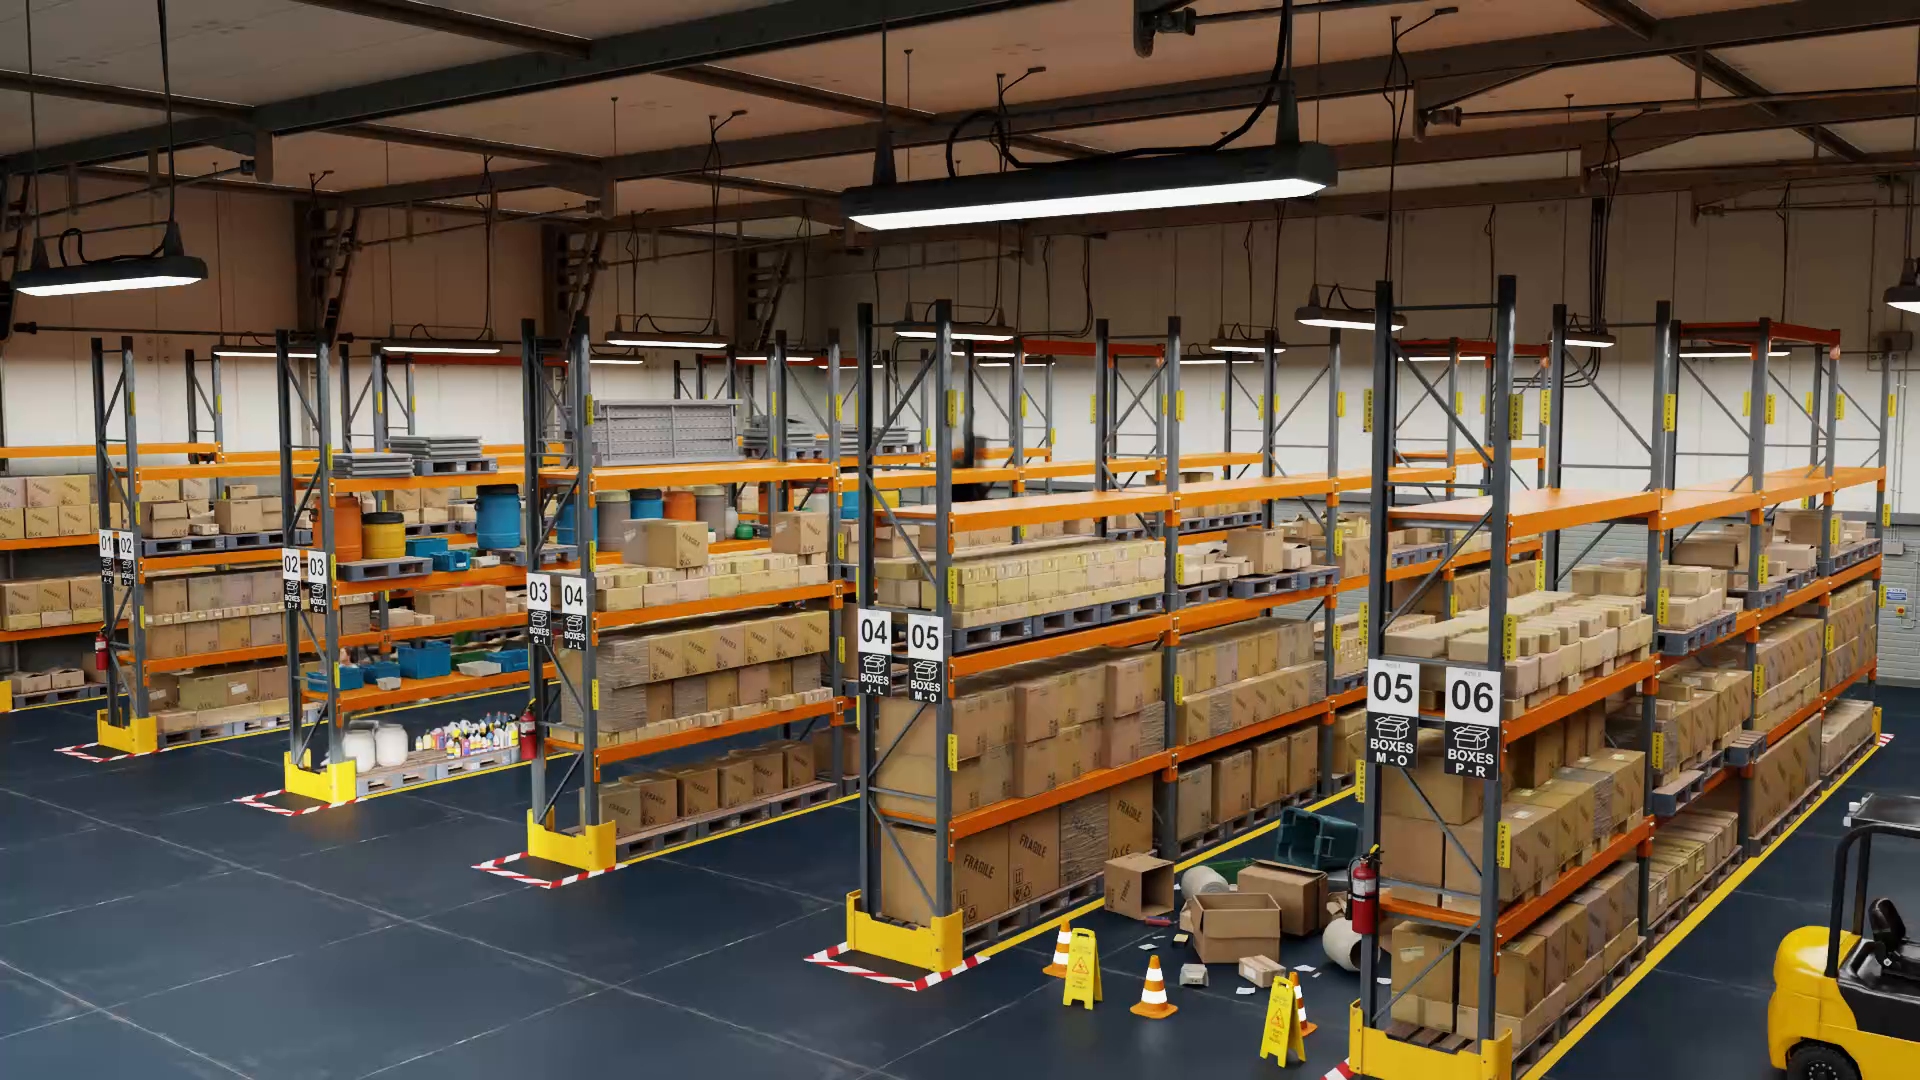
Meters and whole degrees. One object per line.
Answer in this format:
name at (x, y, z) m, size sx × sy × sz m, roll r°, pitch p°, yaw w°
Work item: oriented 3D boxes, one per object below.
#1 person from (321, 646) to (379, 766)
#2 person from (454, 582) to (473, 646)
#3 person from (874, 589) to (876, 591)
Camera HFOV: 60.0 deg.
person at (-8.674, 2.323, 23.609) m, size 0.547 × 1.642 × 0.995 m, roll 4°, pitch 6°, yaw 37°
person at (-9.134, 1.621, 30.723) m, size 0.636 × 1.741 × 0.586 m, roll 4°, pitch 7°, yaw 41°
person at (-1.639, 1.281, 35.090) m, size 0.582 × 1.714 × 0.794 m, roll 2°, pitch 5°, yaw 24°
